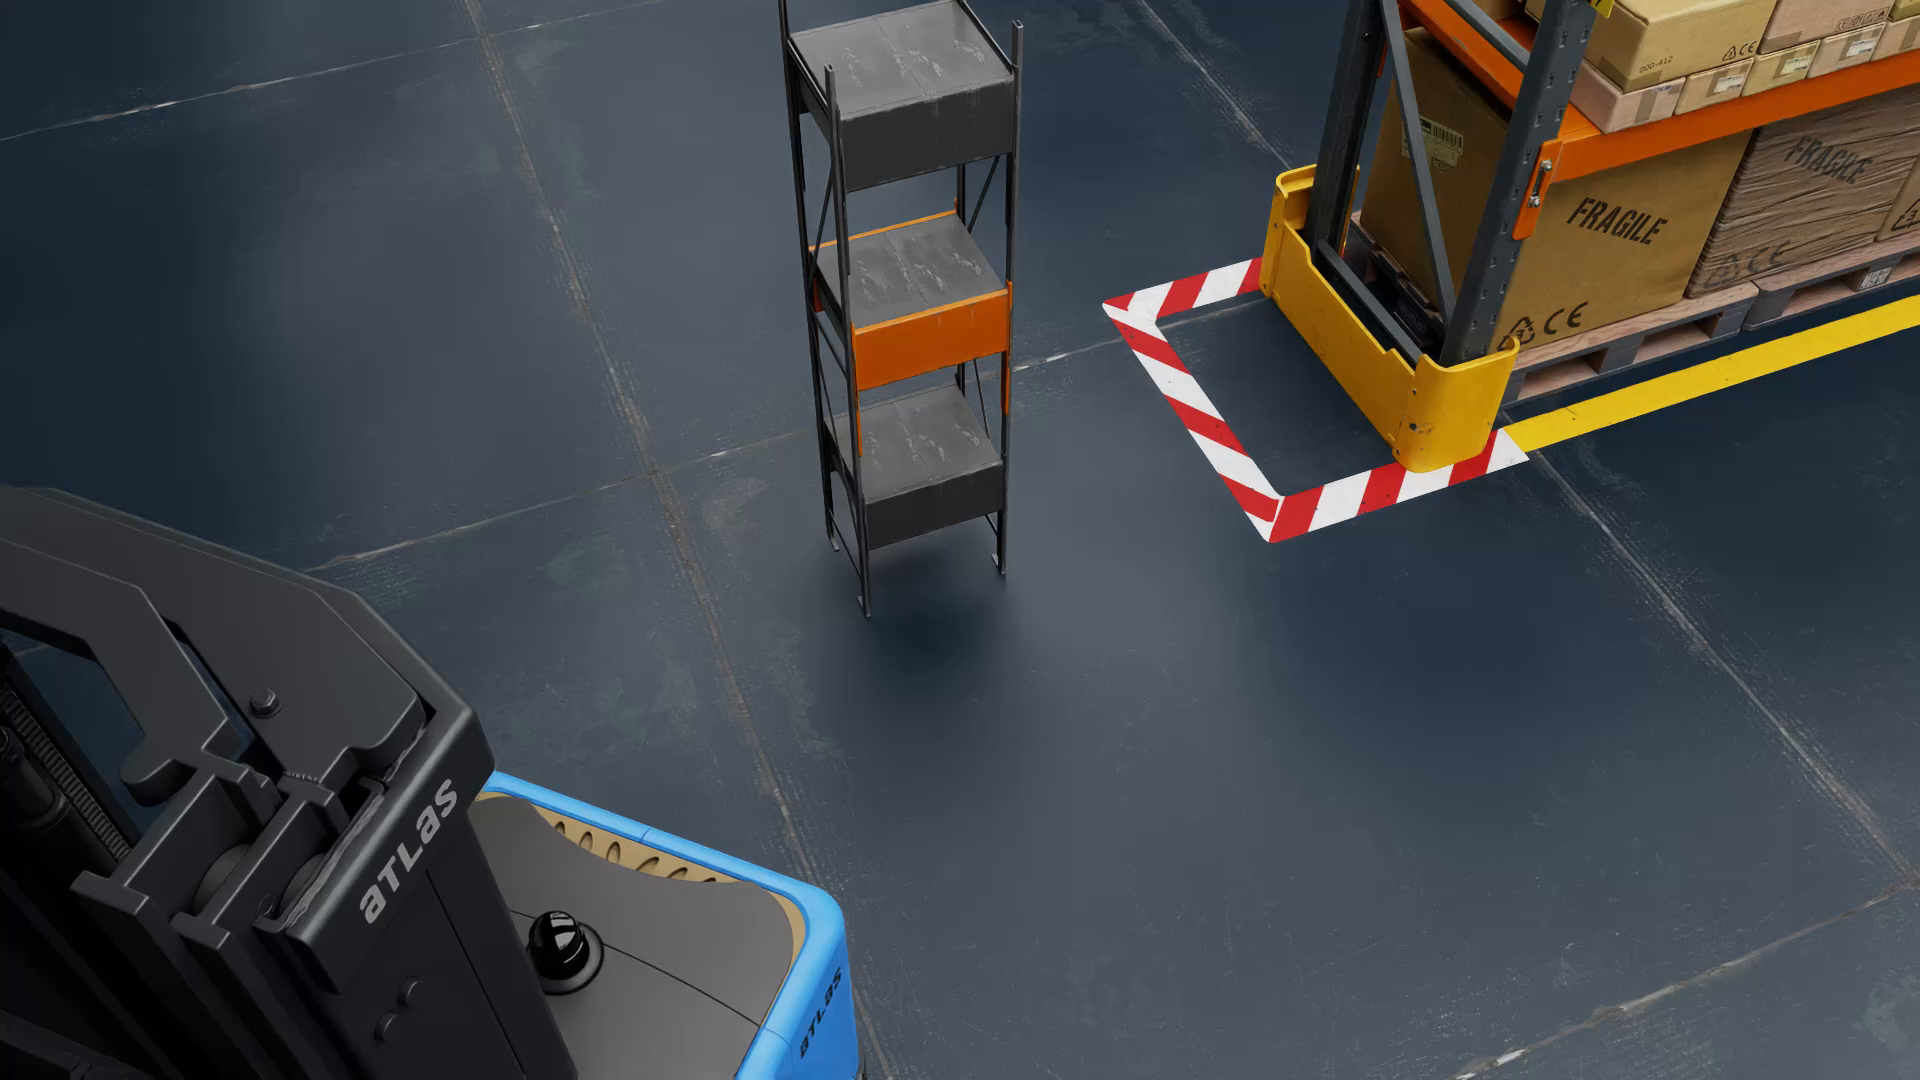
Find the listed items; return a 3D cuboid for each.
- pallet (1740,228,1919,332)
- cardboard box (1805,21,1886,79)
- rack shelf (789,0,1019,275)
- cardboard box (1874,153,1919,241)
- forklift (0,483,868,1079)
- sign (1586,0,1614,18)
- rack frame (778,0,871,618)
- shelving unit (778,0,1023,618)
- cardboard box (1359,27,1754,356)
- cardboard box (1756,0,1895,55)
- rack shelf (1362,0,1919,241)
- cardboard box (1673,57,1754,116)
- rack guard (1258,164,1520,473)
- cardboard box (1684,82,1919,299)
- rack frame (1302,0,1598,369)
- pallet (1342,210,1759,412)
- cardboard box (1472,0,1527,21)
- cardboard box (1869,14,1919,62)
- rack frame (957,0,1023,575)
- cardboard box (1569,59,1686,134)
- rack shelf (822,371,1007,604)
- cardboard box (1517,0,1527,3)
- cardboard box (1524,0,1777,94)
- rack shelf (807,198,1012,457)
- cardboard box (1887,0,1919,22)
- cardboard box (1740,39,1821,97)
[{"bbox_3d":[3.408,-1.390,6.805,1.213,0.211,1.003,-17,52,-14],"label":"pallet"},{"bbox_3d":[2.738,-1.680,5.381,0.250,0.149,0.380,-18,52,-15],"label":"cardboard box"},{"bbox_3d":[-0.153,-1.084,4.392,0.480,0.518,0.431,-17,52,-14],"label":"rack shelf"},{"bbox_3d":[3.799,-1.868,6.501,0.875,0.875,0.875,-17,52,-14],"label":"cardboard box"},{"bbox_3d":[-1.255,1.440,2.581,1.130,2.935,3.031,17,51,14],"label":"forklift"},{"bbox_3d":[1.774,-1.584,4.510,0.005,0.325,0.100,-17,52,-14],"label":"sign"},{"bbox_3d":[-0.379,-0.567,4.853,0.015,2.100,0.400,-17,52,-14],"label":"rack frame"},{"bbox_3d":[-0.153,-0.637,4.913,0.503,2.100,0.431,-17,52,-14],"label":"shelving unit"},{"bbox_3d":[2.132,-1.352,6.058,0.875,0.875,0.875,-17,52,-14],"label":"cardboard box"},{"bbox_3d":[2.595,-1.817,5.236,0.500,0.250,0.500,-18,52,-15],"label":"cardboard box"},{"bbox_3d":[3.421,-2.007,5.971,4.000,0.370,1.077,-17,52,-14],"label":"rack shelf"},{"bbox_3d":[2.260,-1.530,5.253,0.250,0.149,0.380,-18,52,-15],"label":"cardboard box"},{"bbox_3d":[1.548,-0.846,6.147,0.348,0.500,1.175,-17,52,-14],"label":"rack guard"},{"bbox_3d":[2.975,-1.613,6.282,0.875,0.875,0.875,-17,52,-14],"label":"cardboard box"},{"bbox_3d":[1.570,-1.668,5.205,0.127,3.000,1.000,-17,52,-14],"label":"rack frame"},{"bbox_3d":[2.281,-1.043,6.507,1.213,0.211,1.003,-17,52,-14],"label":"pallet"},{"bbox_3d":[1.775,-1.919,5.587,0.250,0.149,0.380,-16,51,-14],"label":"cardboard box"},{"bbox_3d":[2.974,-1.752,5.443,0.250,0.149,0.380,-18,52,-15],"label":"cardboard box"},{"bbox_3d":[0.073,-0.707,4.973,0.015,2.100,0.400,-17,52,-14],"label":"rack frame"},{"bbox_3d":[2.023,-1.456,5.189,0.250,0.149,0.380,-17,51,-14],"label":"cardboard box"},{"bbox_3d":[-0.153,-0.172,5.454,0.480,0.518,0.431,-17,52,-14],"label":"rack shelf"},{"bbox_3d":[1.918,-2.041,5.428,0.500,0.250,0.500,-18,52,-15],"label":"cardboard box"},{"bbox_3d":[2.116,-1.664,5.104,0.500,0.250,0.500,-18,52,-15],"label":"cardboard box"},{"bbox_3d":[-0.153,-0.628,4.923,0.480,0.518,0.431,-17,52,-14],"label":"rack shelf"},{"bbox_3d":[3.062,-1.959,5.358,0.500,0.250,0.500,-19,52,-15],"label":"cardboard box"},{"bbox_3d":[2.497,-1.604,5.316,0.250,0.149,0.380,-18,52,-15],"label":"cardboard box"}]
